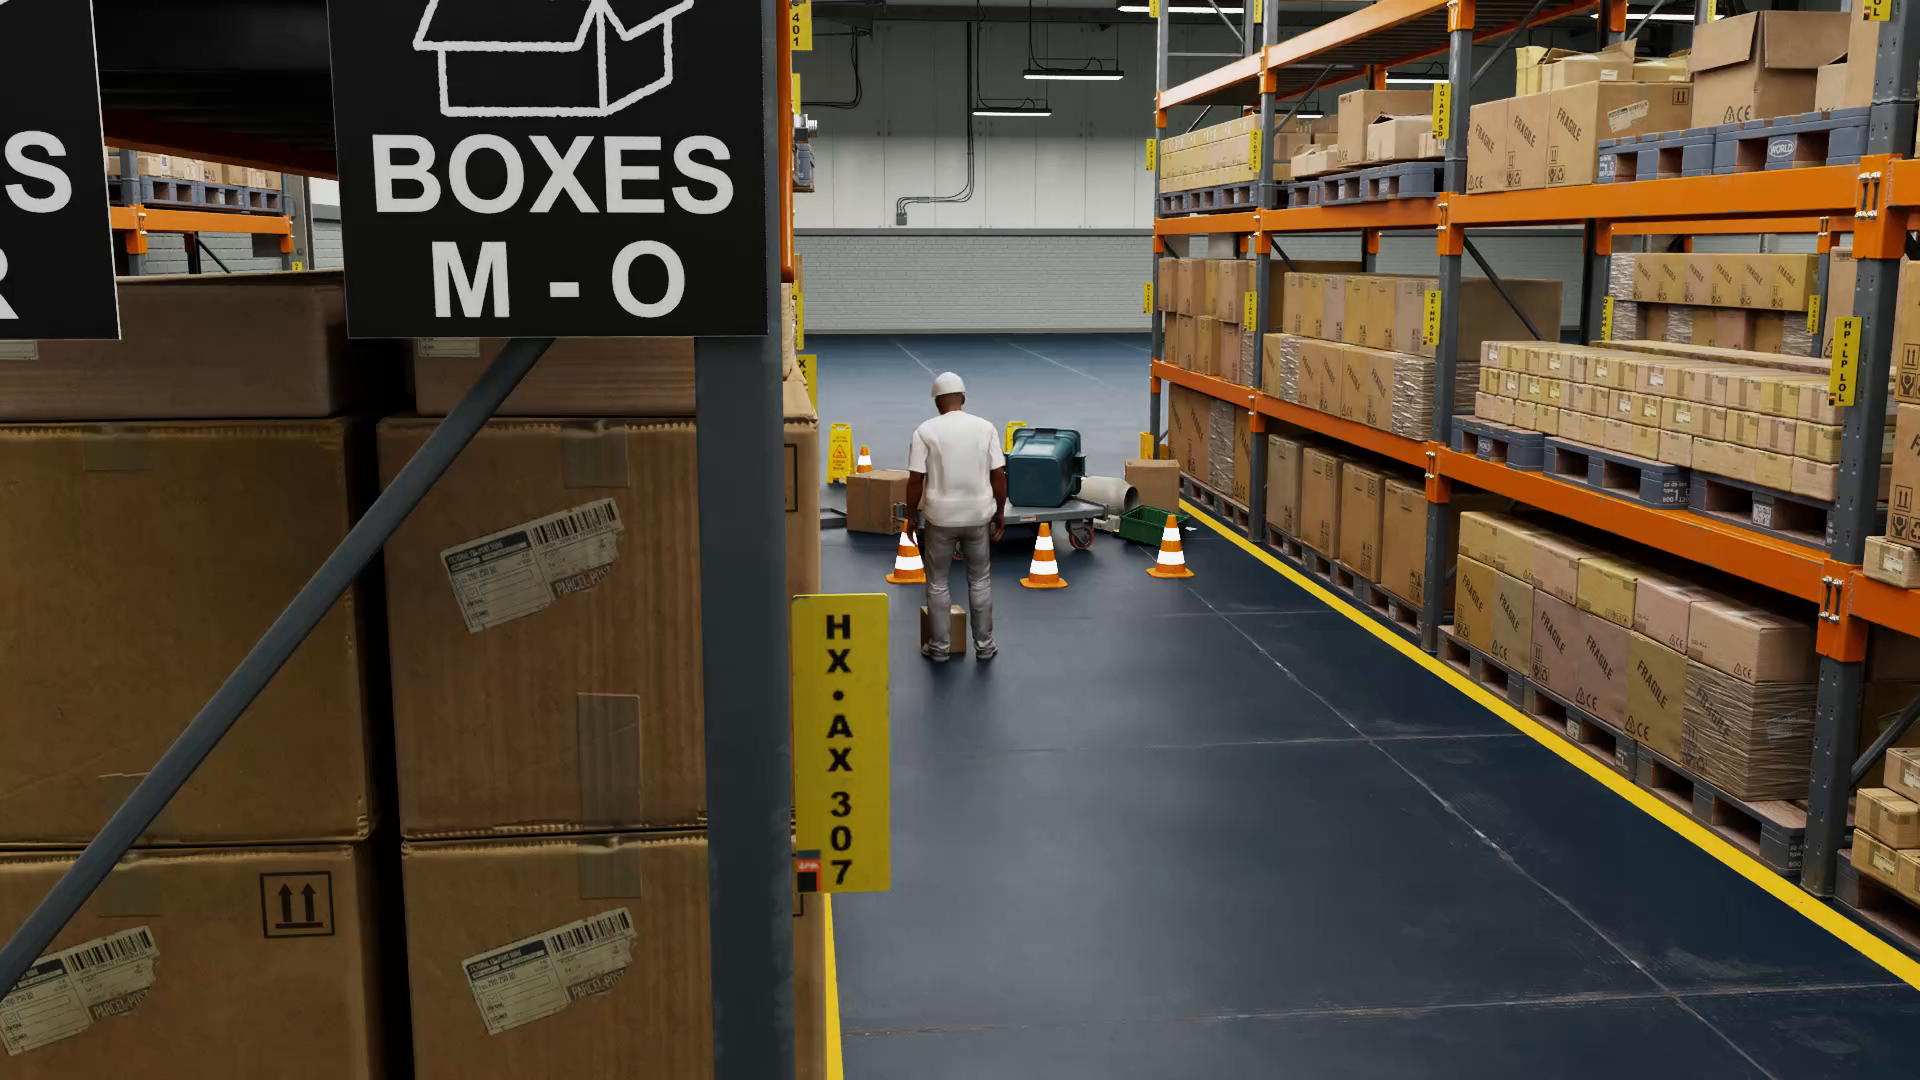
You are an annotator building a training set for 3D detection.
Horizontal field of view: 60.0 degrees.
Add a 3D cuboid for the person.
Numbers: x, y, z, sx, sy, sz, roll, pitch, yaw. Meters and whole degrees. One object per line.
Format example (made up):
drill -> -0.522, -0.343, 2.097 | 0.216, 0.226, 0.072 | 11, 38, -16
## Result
person -> -0.028, -0.141, 10.158 | 0.630, 1.759, 0.465 | -2, 10, -12
